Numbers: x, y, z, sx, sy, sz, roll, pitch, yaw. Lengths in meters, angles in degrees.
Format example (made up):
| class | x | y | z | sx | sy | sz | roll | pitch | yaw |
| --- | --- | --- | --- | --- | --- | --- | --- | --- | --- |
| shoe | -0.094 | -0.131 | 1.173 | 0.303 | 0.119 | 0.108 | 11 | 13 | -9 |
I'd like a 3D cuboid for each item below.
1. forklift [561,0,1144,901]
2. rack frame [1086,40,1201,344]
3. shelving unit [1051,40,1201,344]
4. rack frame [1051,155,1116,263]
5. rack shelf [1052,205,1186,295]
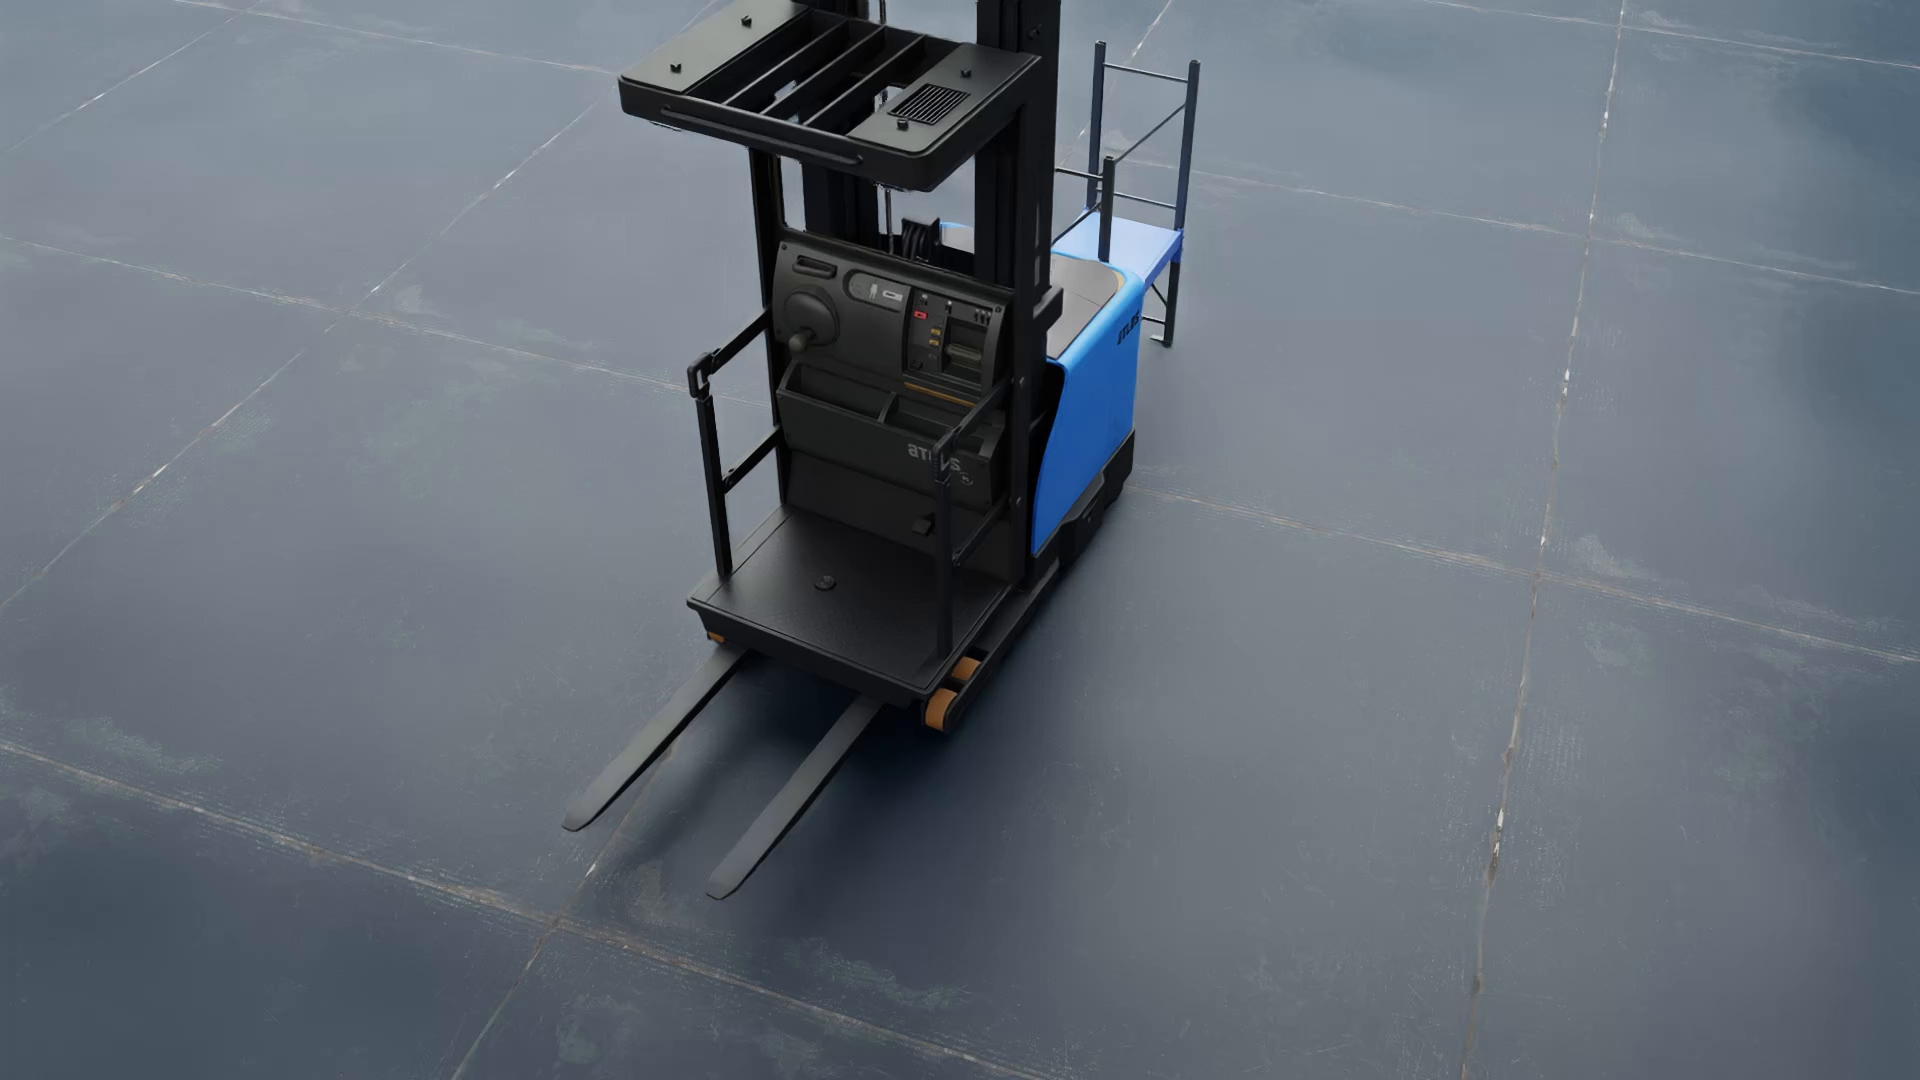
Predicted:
| class | x | y | z | sx | sy | sz | roll | pitch | yaw |
| --- | --- | --- | --- | --- | --- | --- | --- | --- | --- |
| forklift | -0.366 | -0.718 | 5.834 | 1.130 | 2.935 | 3.031 | 19 | 44 | 21 |
| rack frame | 0.849 | -1.642 | 8.019 | 0.500 | 1.500 | 0.032 | 18 | 43 | 19 |
| shelving unit | 0.627 | -1.345 | 7.671 | 0.538 | 1.500 | 1.048 | 18 | 43 | 19 |
| rack frame | 0.404 | -1.049 | 7.324 | 0.500 | 1.500 | 0.032 | 18 | 43 | 19 |
| rack shelf | 0.627 | -1.209 | 7.788 | 0.538 | 0.185 | 1.000 | 18 | 43 | 19 |
